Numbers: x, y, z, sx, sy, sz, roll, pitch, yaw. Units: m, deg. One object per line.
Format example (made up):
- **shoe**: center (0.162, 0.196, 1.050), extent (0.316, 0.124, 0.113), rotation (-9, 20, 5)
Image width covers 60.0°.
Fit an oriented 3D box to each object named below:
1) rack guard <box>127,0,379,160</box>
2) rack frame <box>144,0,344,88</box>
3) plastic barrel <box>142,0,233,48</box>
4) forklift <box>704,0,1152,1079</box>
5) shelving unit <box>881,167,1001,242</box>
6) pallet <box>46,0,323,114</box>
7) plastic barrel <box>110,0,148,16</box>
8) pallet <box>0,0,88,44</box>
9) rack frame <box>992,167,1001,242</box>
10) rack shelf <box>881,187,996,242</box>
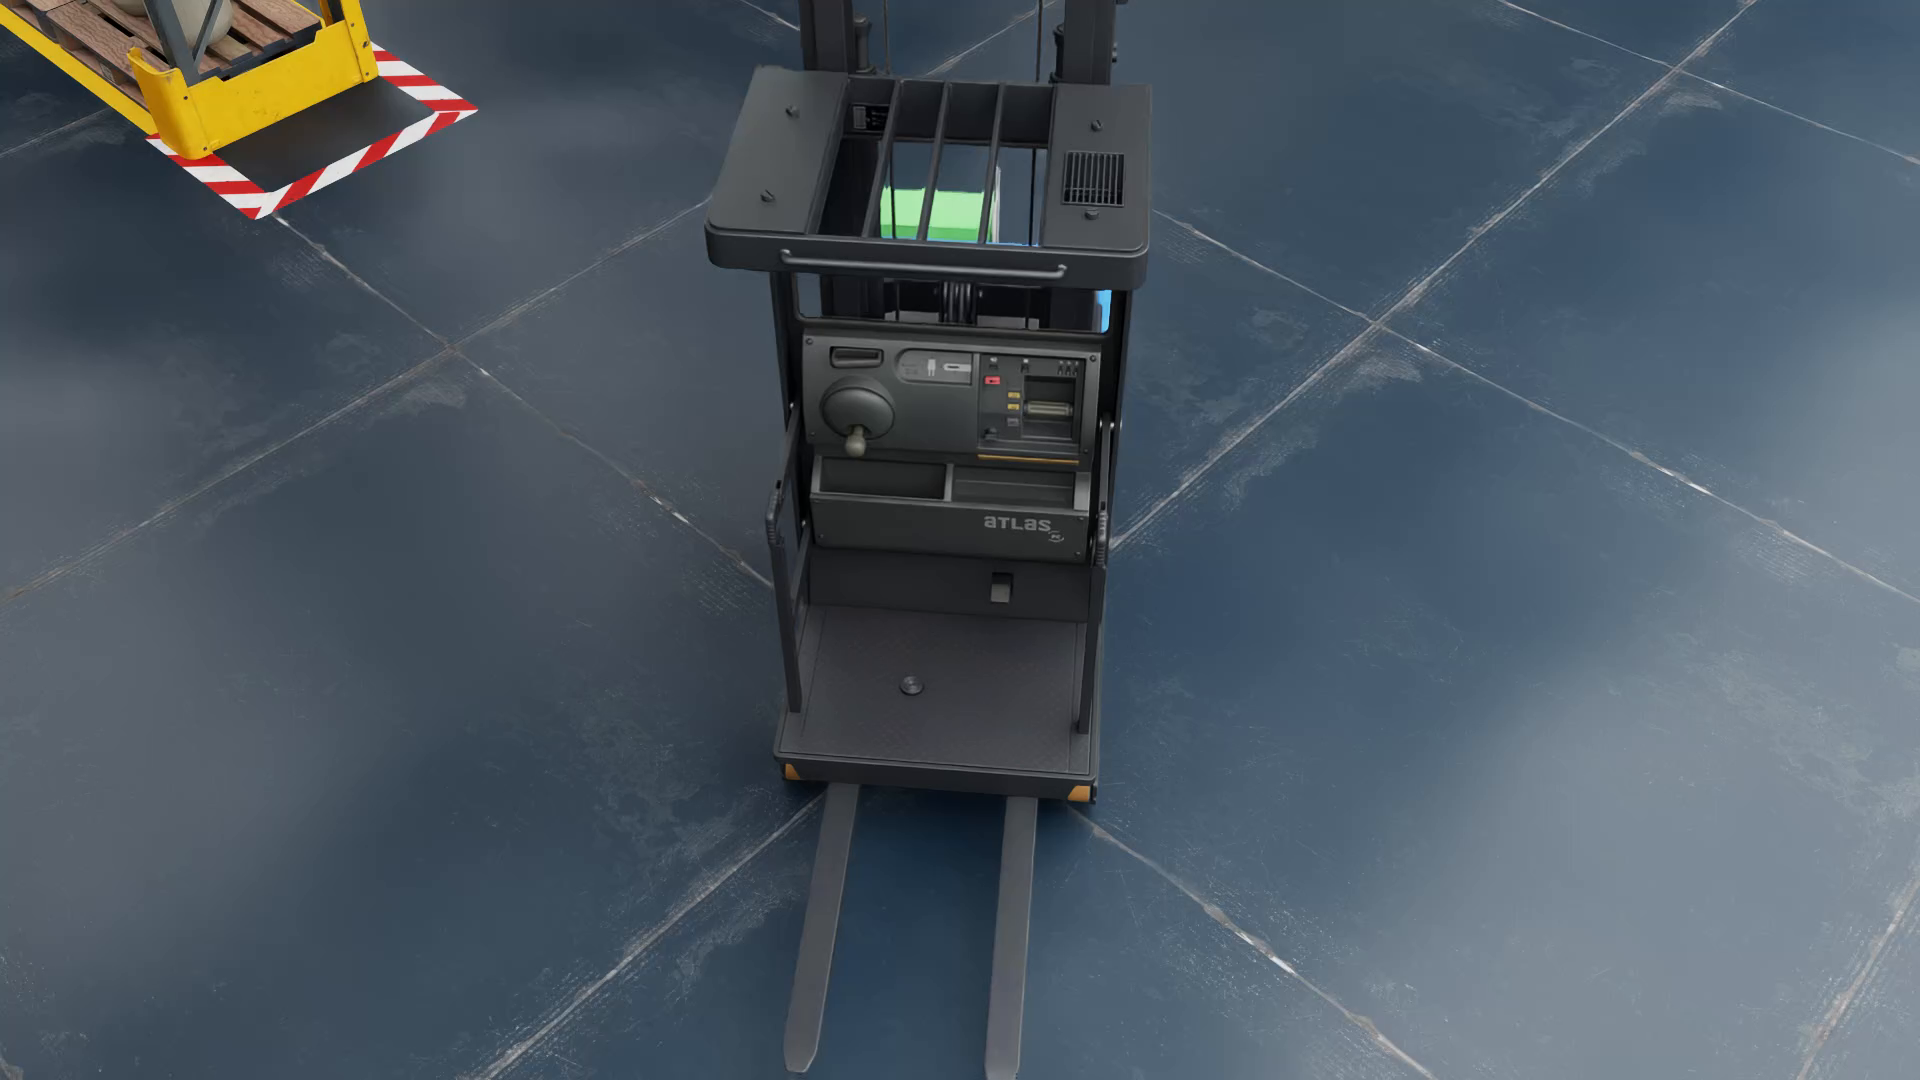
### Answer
- **rack guard**: center (-3.697, -2.512, 8.766), extent (0.348, 0.500, 1.175), rotation (34, 55, 28)
- **rack frame**: center (-3.610, -3.355, 7.843), extent (0.127, 3.000, 1.000), rotation (34, 55, 28)
- **plastic barrel**: center (-4.145, -2.932, 8.864), extent (0.421, 0.512, 0.421), rotation (0, 47, 0)
- **forklift**: center (-0.048, -0.344, 5.062), extent (1.130, 2.935, 3.031), rotation (4, 47, 4)
- **shelving unit**: center (-0.102, -0.969, 6.837), extent (0.503, 1.200, 0.258), rotation (3, 47, 3)
- **pallet**: center (-4.291, -2.818, 9.251), extent (1.213, 0.211, 1.003), rotation (34, 55, 28)
- **plastic barrel**: center (-4.513, -3.180, 9.097), extent (0.421, 0.512, 0.421), rotation (0, 47, 0)
- **pallet**: center (-5.183, -3.421, 9.817), extent (1.213, 0.211, 1.003), rotation (34, 55, 28)
- **rack frame**: center (0.141, -0.955, 6.823), extent (0.015, 1.200, 0.240), rotation (3, 47, 3)
- **rack shelf**: center (-0.102, -1.254, 6.534), extent (0.480, 0.148, 0.258), rotation (3, 47, 3)
